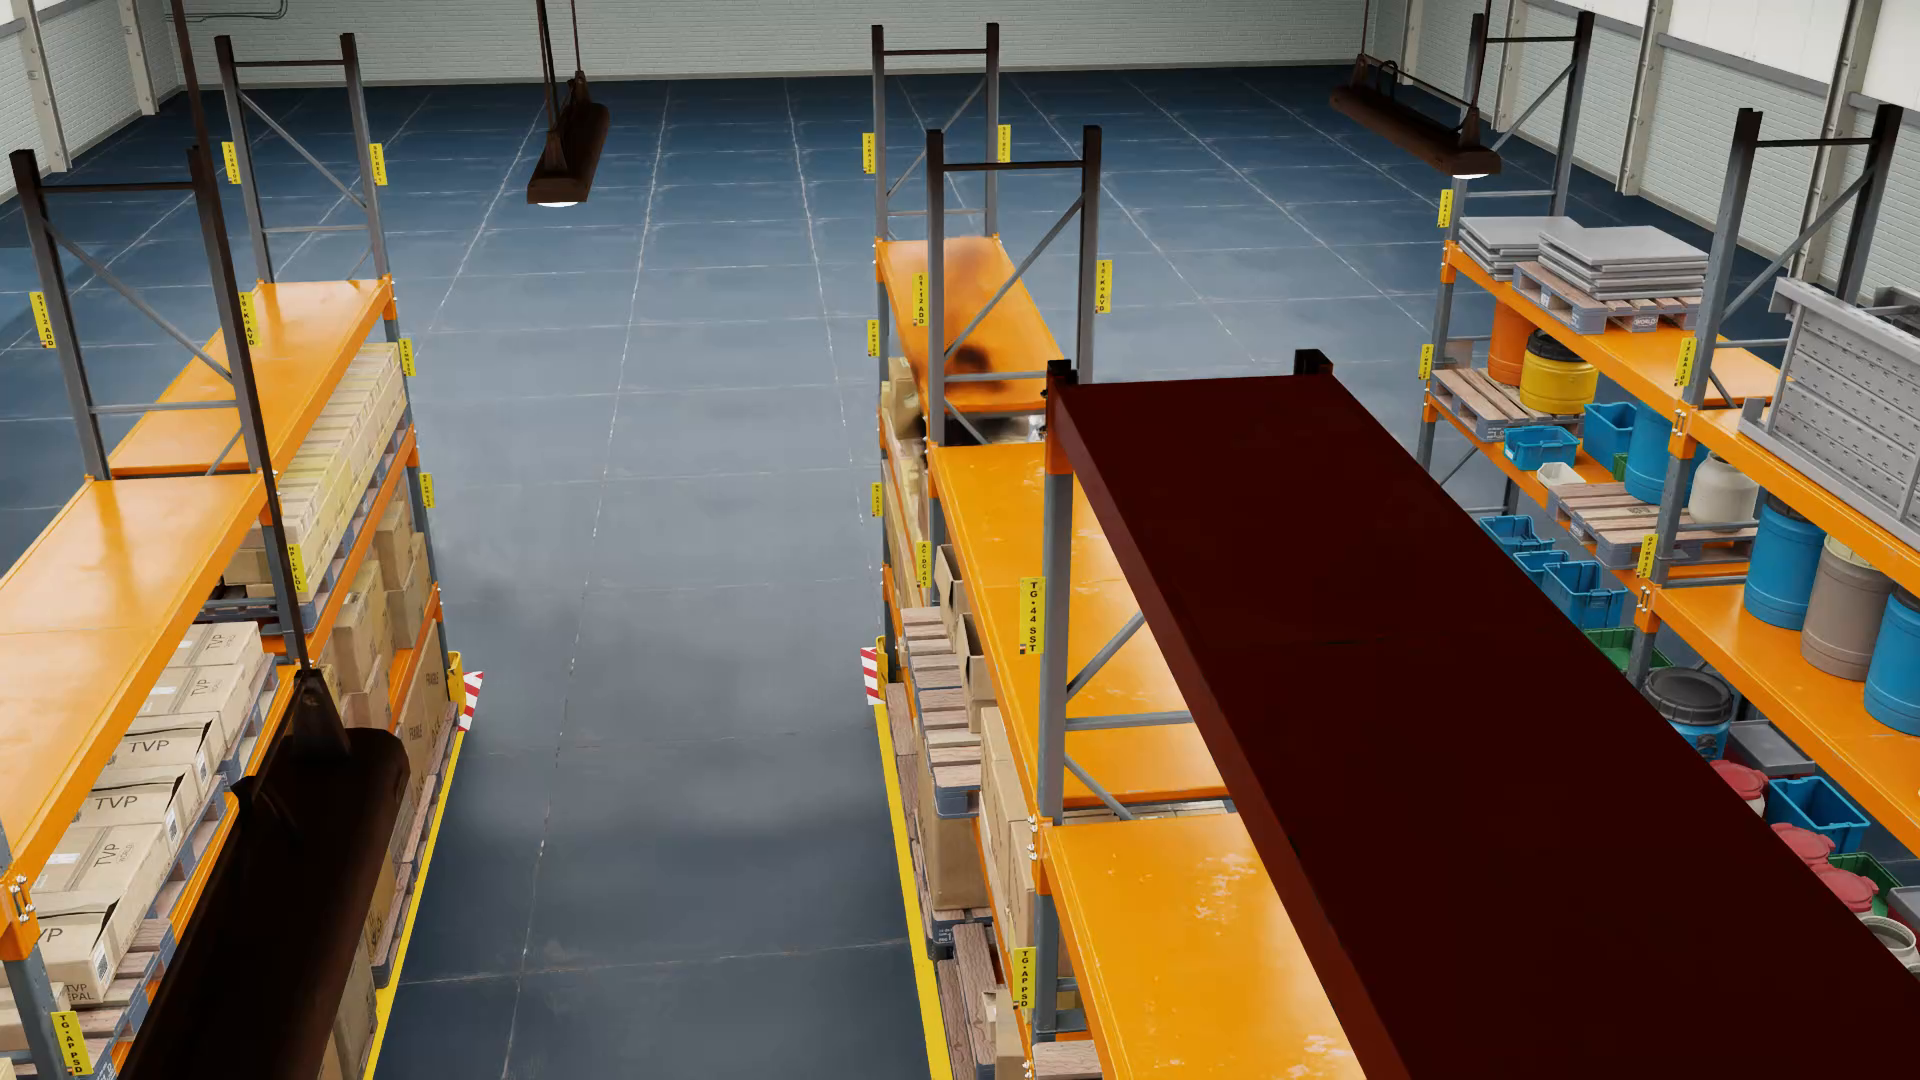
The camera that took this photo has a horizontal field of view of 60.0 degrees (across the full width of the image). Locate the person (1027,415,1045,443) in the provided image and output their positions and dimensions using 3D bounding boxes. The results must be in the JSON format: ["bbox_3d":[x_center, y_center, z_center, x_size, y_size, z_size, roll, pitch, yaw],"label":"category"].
[{"bbox_3d":[0.970,-1.202,19.068,0.685,1.706,0.579,7,26,15],"label":"person"}]
